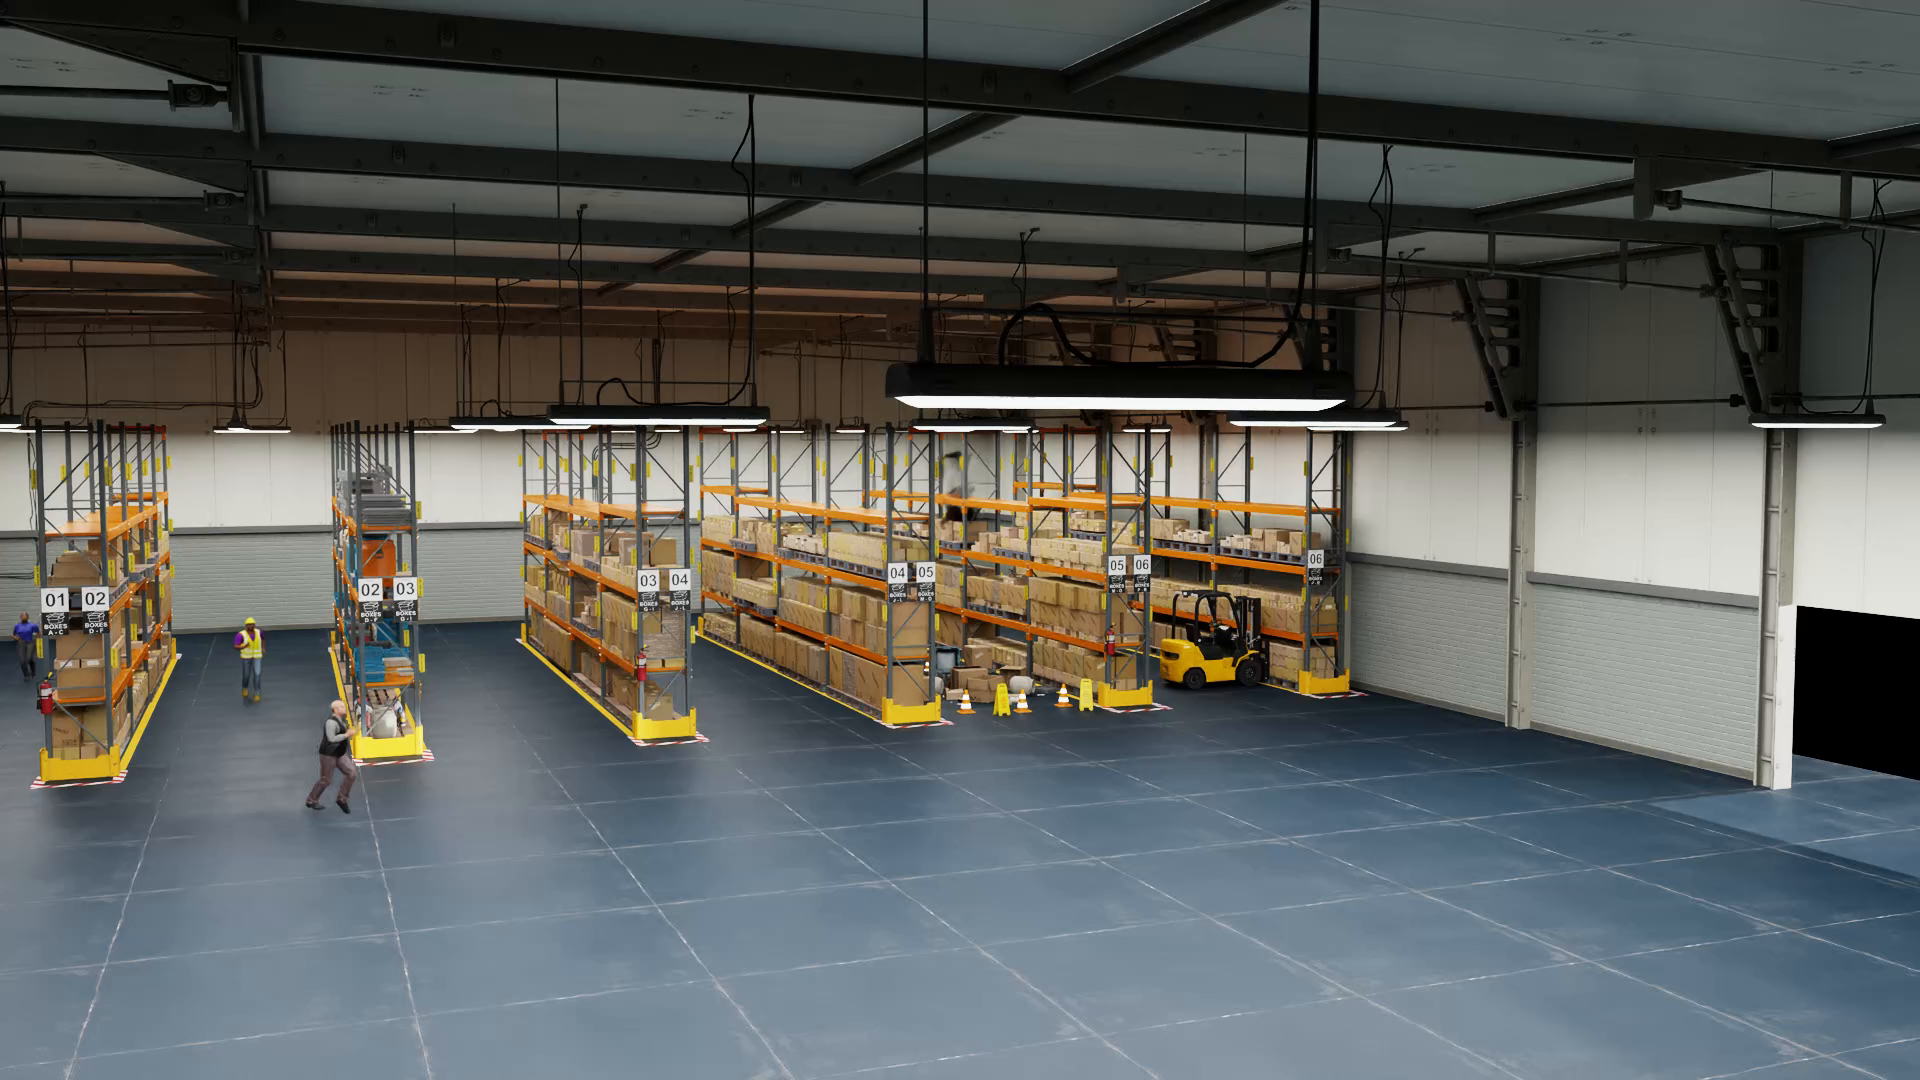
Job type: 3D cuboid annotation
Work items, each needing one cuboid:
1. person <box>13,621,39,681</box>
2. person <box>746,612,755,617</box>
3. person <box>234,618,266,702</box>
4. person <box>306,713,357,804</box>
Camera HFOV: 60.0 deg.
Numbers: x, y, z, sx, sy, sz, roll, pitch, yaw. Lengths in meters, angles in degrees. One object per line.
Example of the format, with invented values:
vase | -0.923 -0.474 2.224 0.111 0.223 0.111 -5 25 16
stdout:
person | -21.823 2.587 38.871 0.527 1.415 0.379 -1 4 -21
person | -6.503 1.776 49.609 0.801 1.524 0.613 1 4 21
person | -15.345 2.564 35.959 0.688 1.780 0.950 -2 4 -34
person | -9.544 3.299 25.171 0.746 1.394 0.627 0 4 4
